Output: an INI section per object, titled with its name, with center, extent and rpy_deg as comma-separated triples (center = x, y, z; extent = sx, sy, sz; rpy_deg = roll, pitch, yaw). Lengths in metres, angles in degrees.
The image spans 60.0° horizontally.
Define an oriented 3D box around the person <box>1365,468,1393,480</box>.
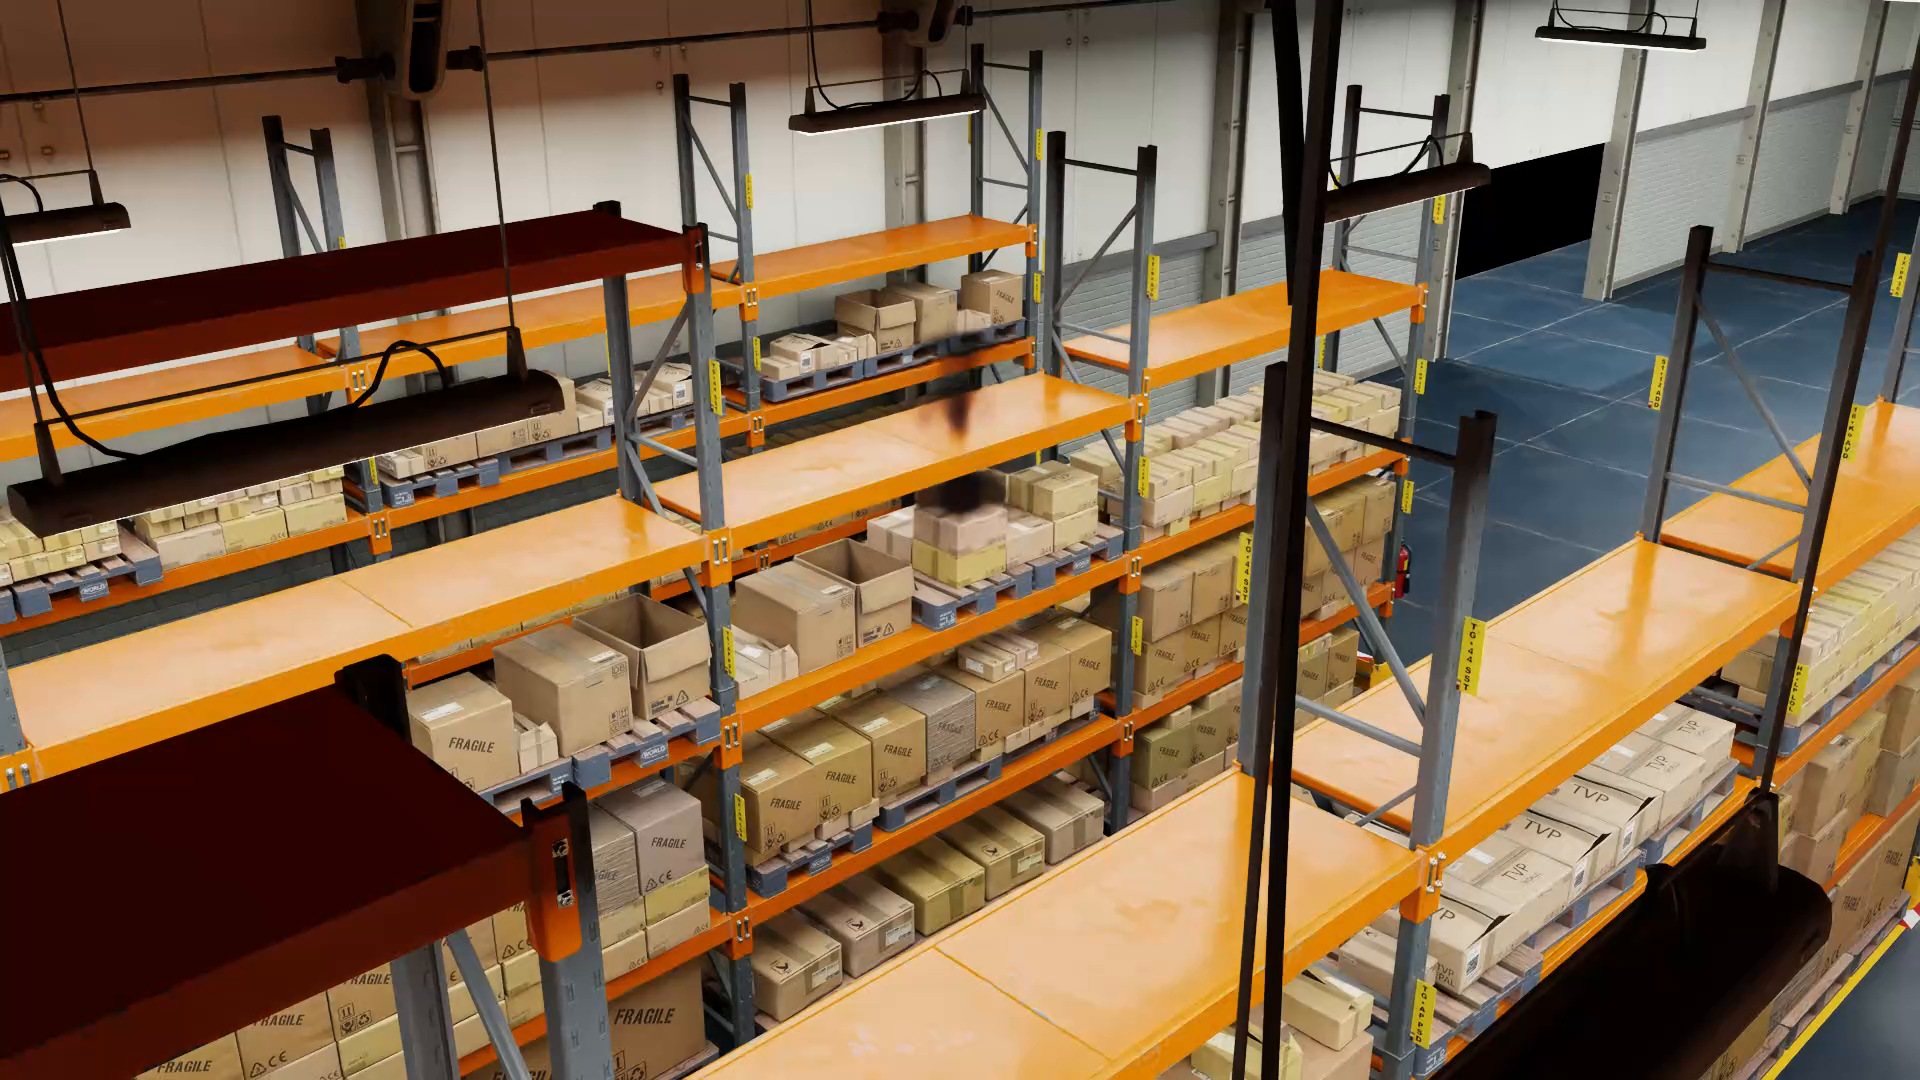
[person]
center = 4.883, -0.491, 19.919
extent = 0.672, 1.352, 0.984
rpy_deg = 16, 27, 33
